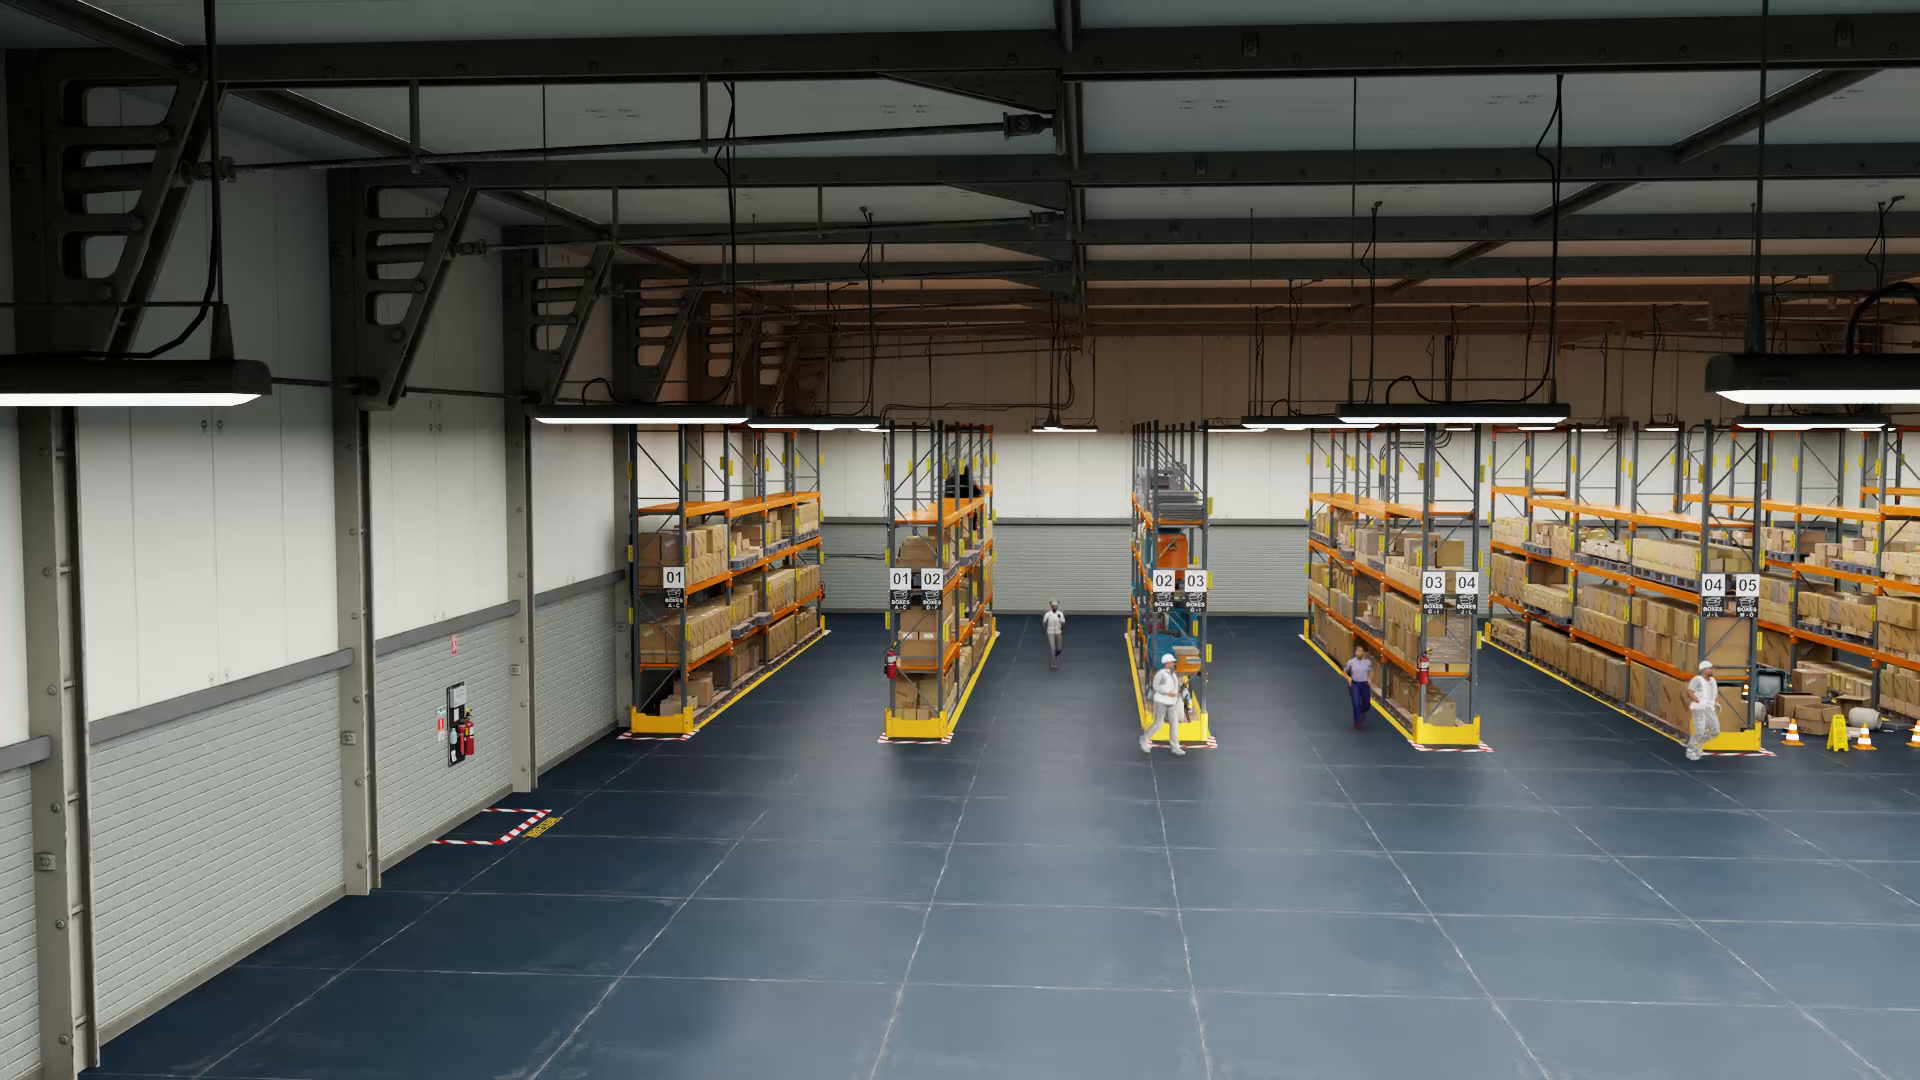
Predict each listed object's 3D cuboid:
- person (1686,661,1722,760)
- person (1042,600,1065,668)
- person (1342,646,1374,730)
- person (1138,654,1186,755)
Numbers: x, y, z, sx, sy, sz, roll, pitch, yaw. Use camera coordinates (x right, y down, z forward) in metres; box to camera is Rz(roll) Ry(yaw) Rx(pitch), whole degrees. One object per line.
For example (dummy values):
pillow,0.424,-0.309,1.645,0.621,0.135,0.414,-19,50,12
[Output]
person,13.134,3.000,29.247,0.759,1.731,0.507,-2,4,-25
person,2.313,2.299,41.007,0.579,1.655,0.678,0,4,-4
person,7.775,2.870,32.444,0.611,1.598,0.645,0,4,1
person,3.716,2.927,29.841,0.895,1.769,0.694,3,5,41
